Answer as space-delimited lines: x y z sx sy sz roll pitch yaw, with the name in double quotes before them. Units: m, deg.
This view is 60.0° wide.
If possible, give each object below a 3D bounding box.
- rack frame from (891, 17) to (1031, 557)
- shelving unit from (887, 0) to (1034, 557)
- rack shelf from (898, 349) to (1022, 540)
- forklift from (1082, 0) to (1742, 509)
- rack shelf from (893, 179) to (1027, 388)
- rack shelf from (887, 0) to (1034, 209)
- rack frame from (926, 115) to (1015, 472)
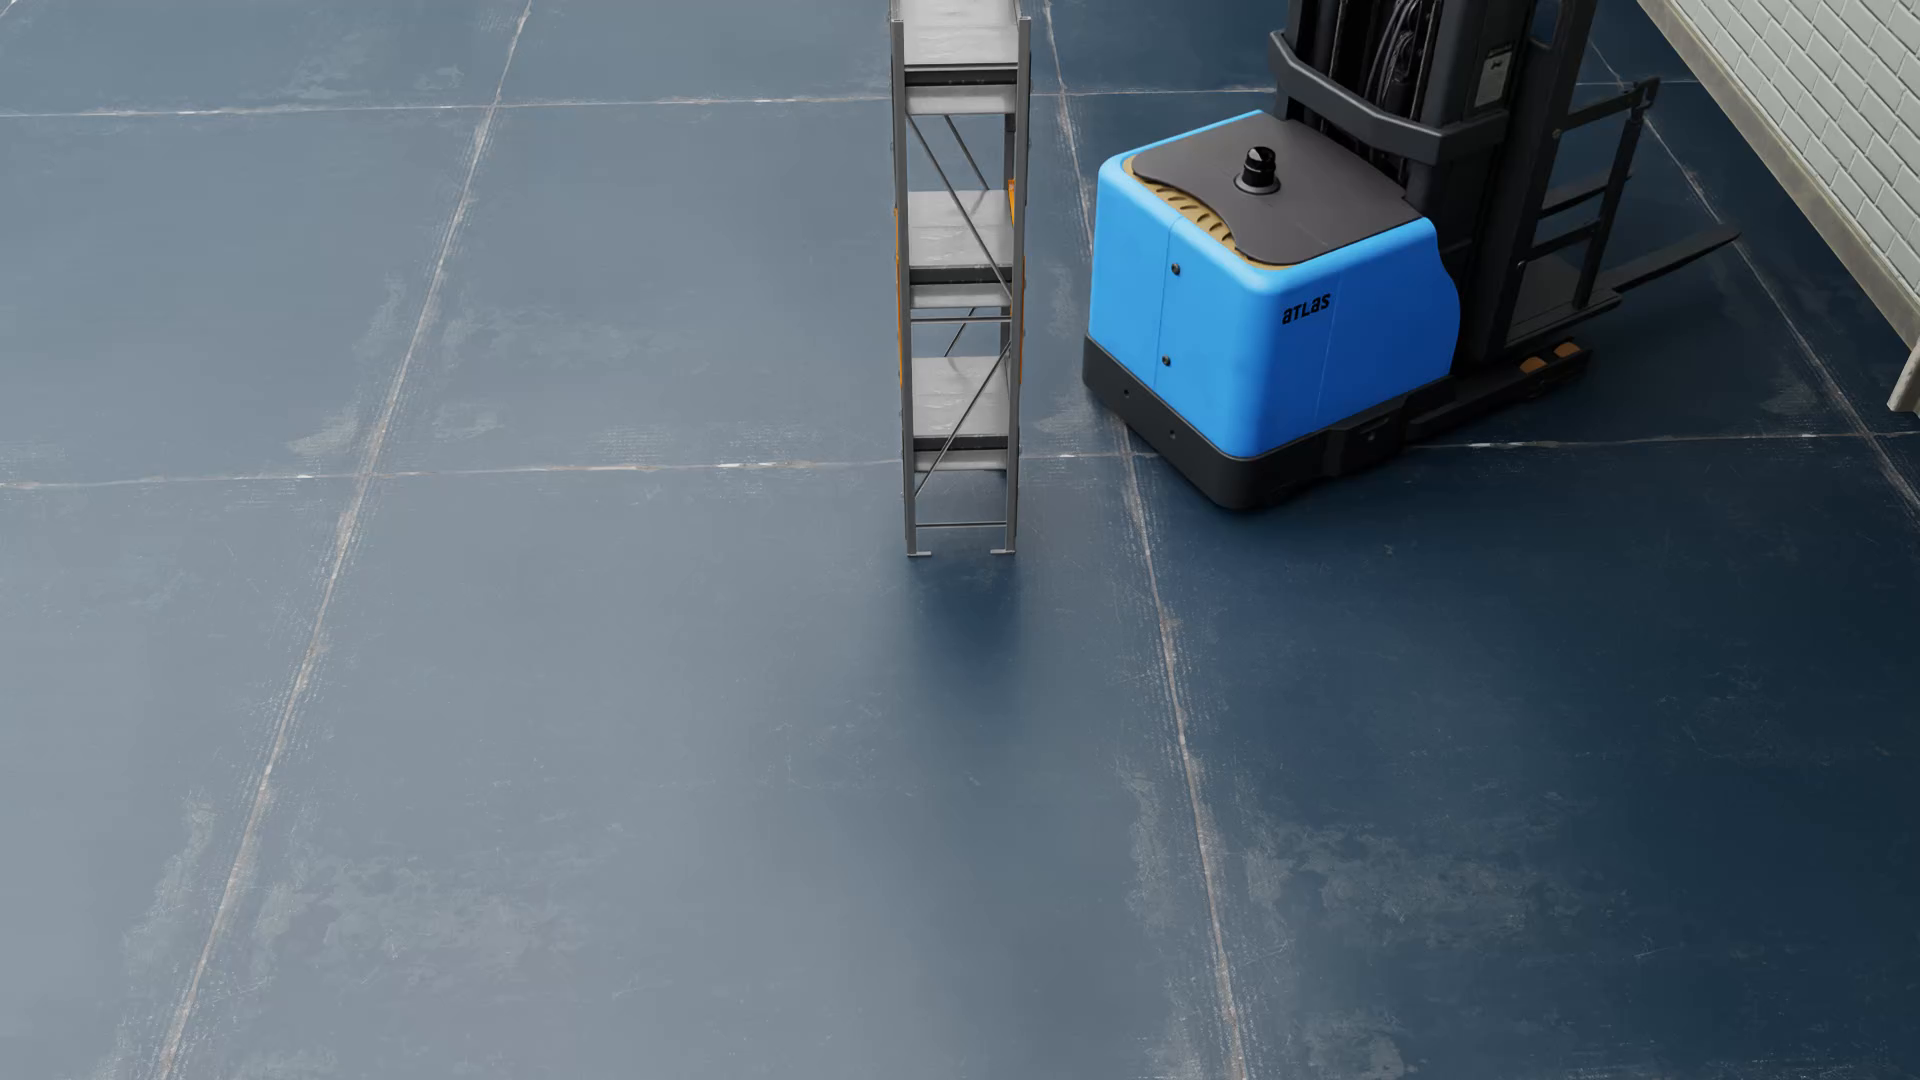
"rack frame" 0.003 -0.721 5.483 0.400 2.100 0.015 -2 43 -2
"shelving unit" -0.007 -0.886 5.662 0.431 2.100 0.503 -2 43 -2
"rack shelf" -0.007 -0.360 6.145 0.431 0.518 0.480 -2 43 -2
"forklift" 2.029 -1.953 6.212 3.031 2.935 1.130 -23 47 -23
"rack shelf" -0.007 -0.876 5.672 0.431 0.518 0.480 -2 43 -2
"rack shelf" -0.007 -1.392 5.199 0.431 0.518 0.480 -2 43 -2
"rack frame" -0.017 -1.051 5.842 0.400 2.100 0.015 -2 43 -2
